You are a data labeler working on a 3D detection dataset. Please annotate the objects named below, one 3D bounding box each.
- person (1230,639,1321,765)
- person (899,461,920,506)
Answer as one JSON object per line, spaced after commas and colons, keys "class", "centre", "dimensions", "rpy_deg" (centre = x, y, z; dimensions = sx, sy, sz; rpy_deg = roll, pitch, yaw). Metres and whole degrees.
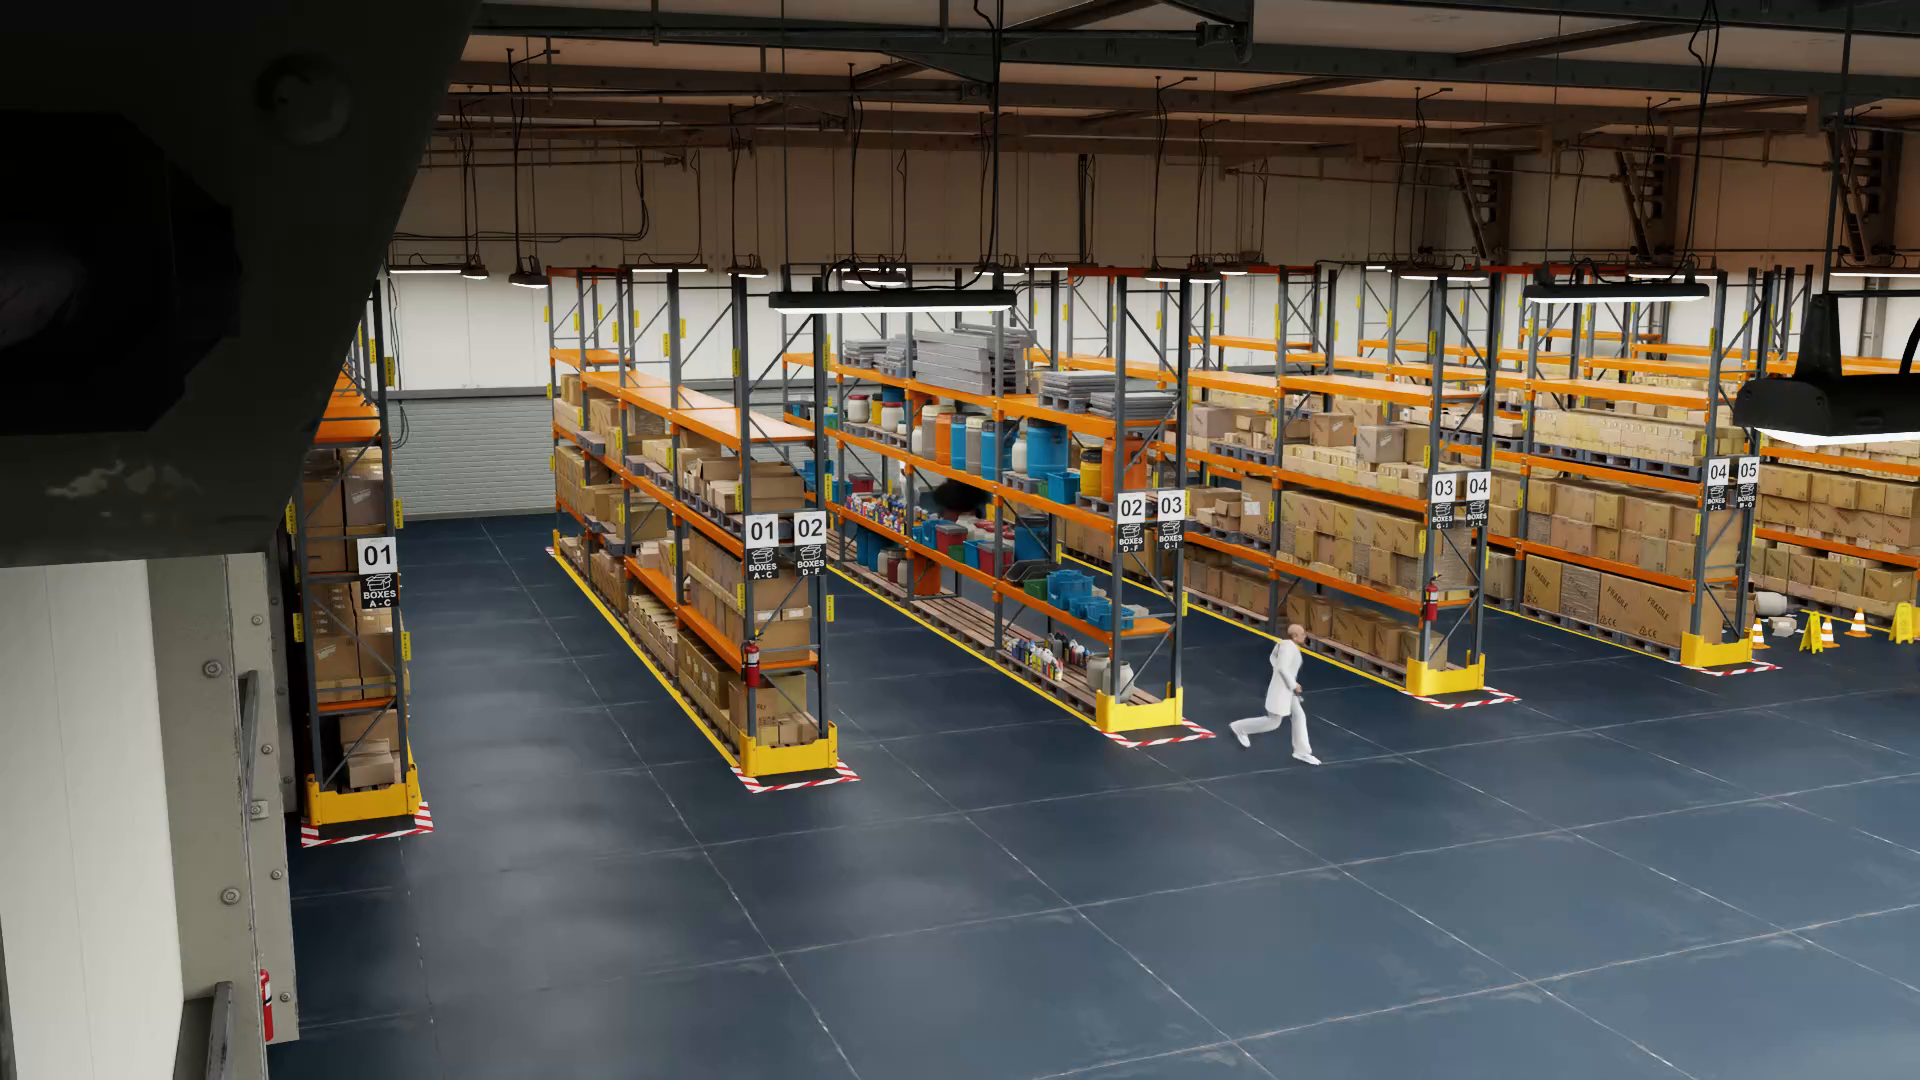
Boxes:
{"class": "person", "centre": [3.955, 2.023, 20.739], "dimensions": [1.128, 1.563, 0.714], "rpy_deg": [2, 10, 14]}
{"class": "person", "centre": [-1.272, -1.356, 39.500], "dimensions": [0.757, 1.760, 0.893], "rpy_deg": [1, 10, 3]}
